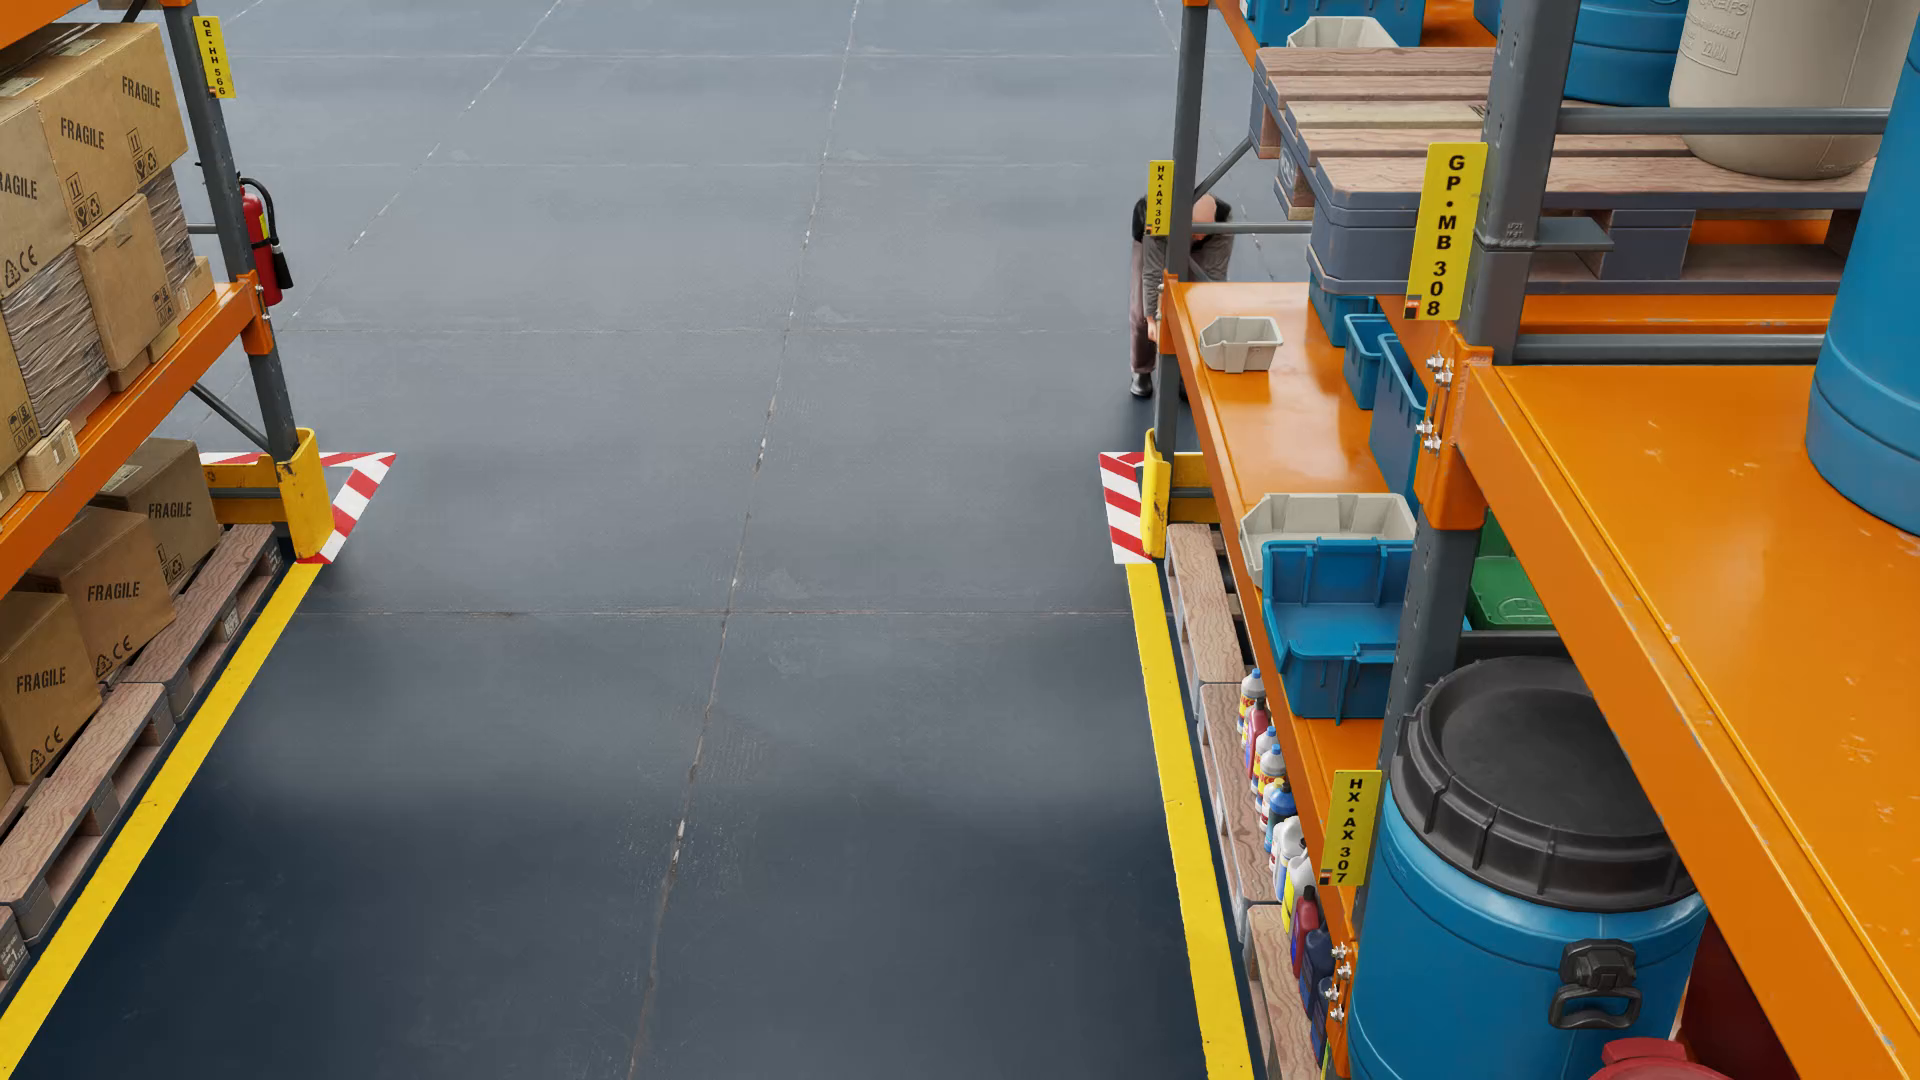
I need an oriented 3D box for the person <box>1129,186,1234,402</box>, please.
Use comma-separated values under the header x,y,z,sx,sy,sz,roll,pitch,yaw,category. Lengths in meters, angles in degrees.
x,y,z,sx,sy,sz,roll,pitch,yaw,category
1.148,-1.303,8.699,0.469,1.309,0.897,-1,31,-2,person
